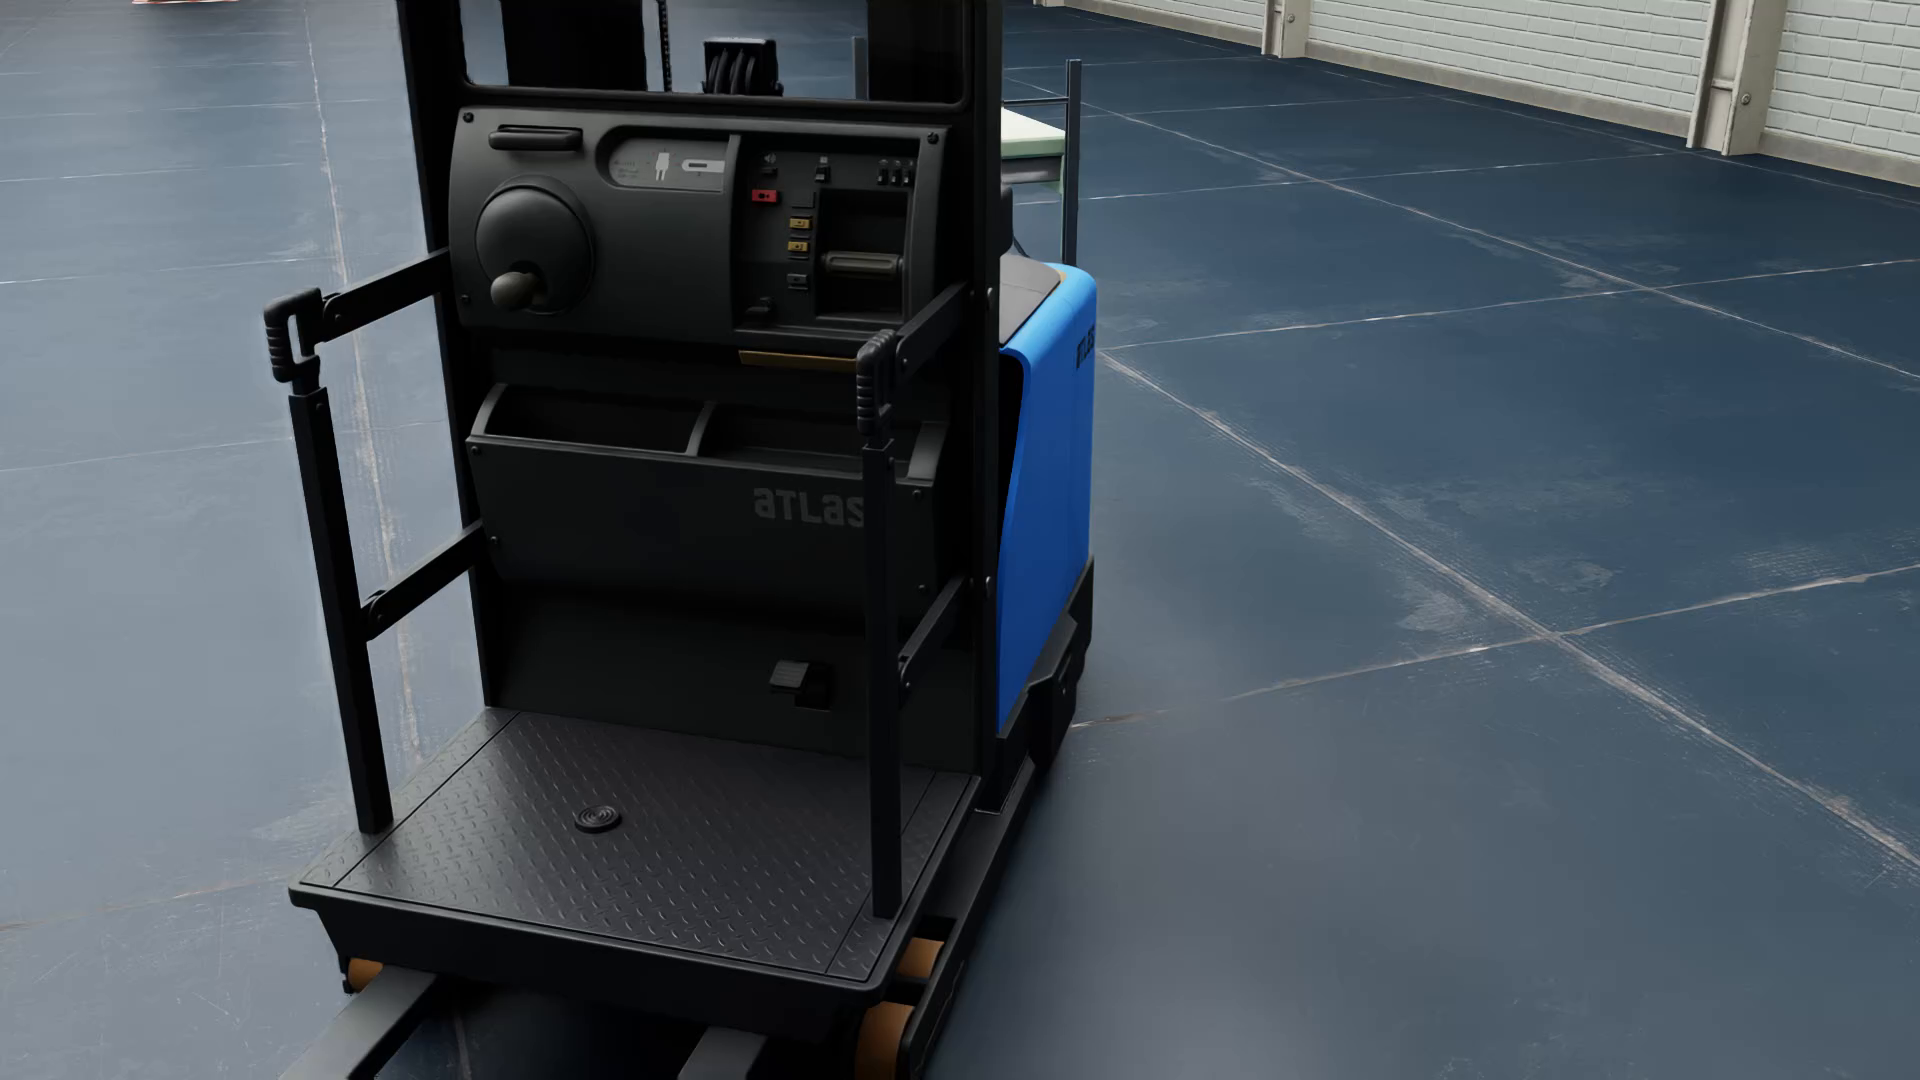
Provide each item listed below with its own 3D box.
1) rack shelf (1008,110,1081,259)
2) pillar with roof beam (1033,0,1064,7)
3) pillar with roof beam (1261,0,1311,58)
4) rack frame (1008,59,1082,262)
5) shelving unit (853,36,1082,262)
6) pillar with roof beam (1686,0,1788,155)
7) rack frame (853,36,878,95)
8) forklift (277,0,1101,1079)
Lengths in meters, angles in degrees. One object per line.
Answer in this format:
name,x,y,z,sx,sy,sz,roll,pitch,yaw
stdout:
rack shelf,0.002,-1.048,4.801,0.431,0.370,0.720,-8,24,-19
pillar with roof beam,-2.830,-10.699,19.048,9.100,9.000,0.400,-8,24,-19
pillar with roof beam,-0.710,-8.519,13.875,9.100,9.000,0.400,-8,24,-19
rack frame,0.132,-0.556,4.637,0.400,1.500,0.023,-8,24,-19
shelving unit,0.002,-0.689,4.953,0.431,1.500,0.755,-8,24,-19
pillar with roof beam,1.410,-6.339,8.703,9.100,9.000,0.400,-8,24,-19
rack frame,-0.127,-0.822,5.268,0.400,1.500,0.023,-8,24,-19
forklift,-0.518,-0.558,2.800,1.130,2.935,3.031,6,24,14
